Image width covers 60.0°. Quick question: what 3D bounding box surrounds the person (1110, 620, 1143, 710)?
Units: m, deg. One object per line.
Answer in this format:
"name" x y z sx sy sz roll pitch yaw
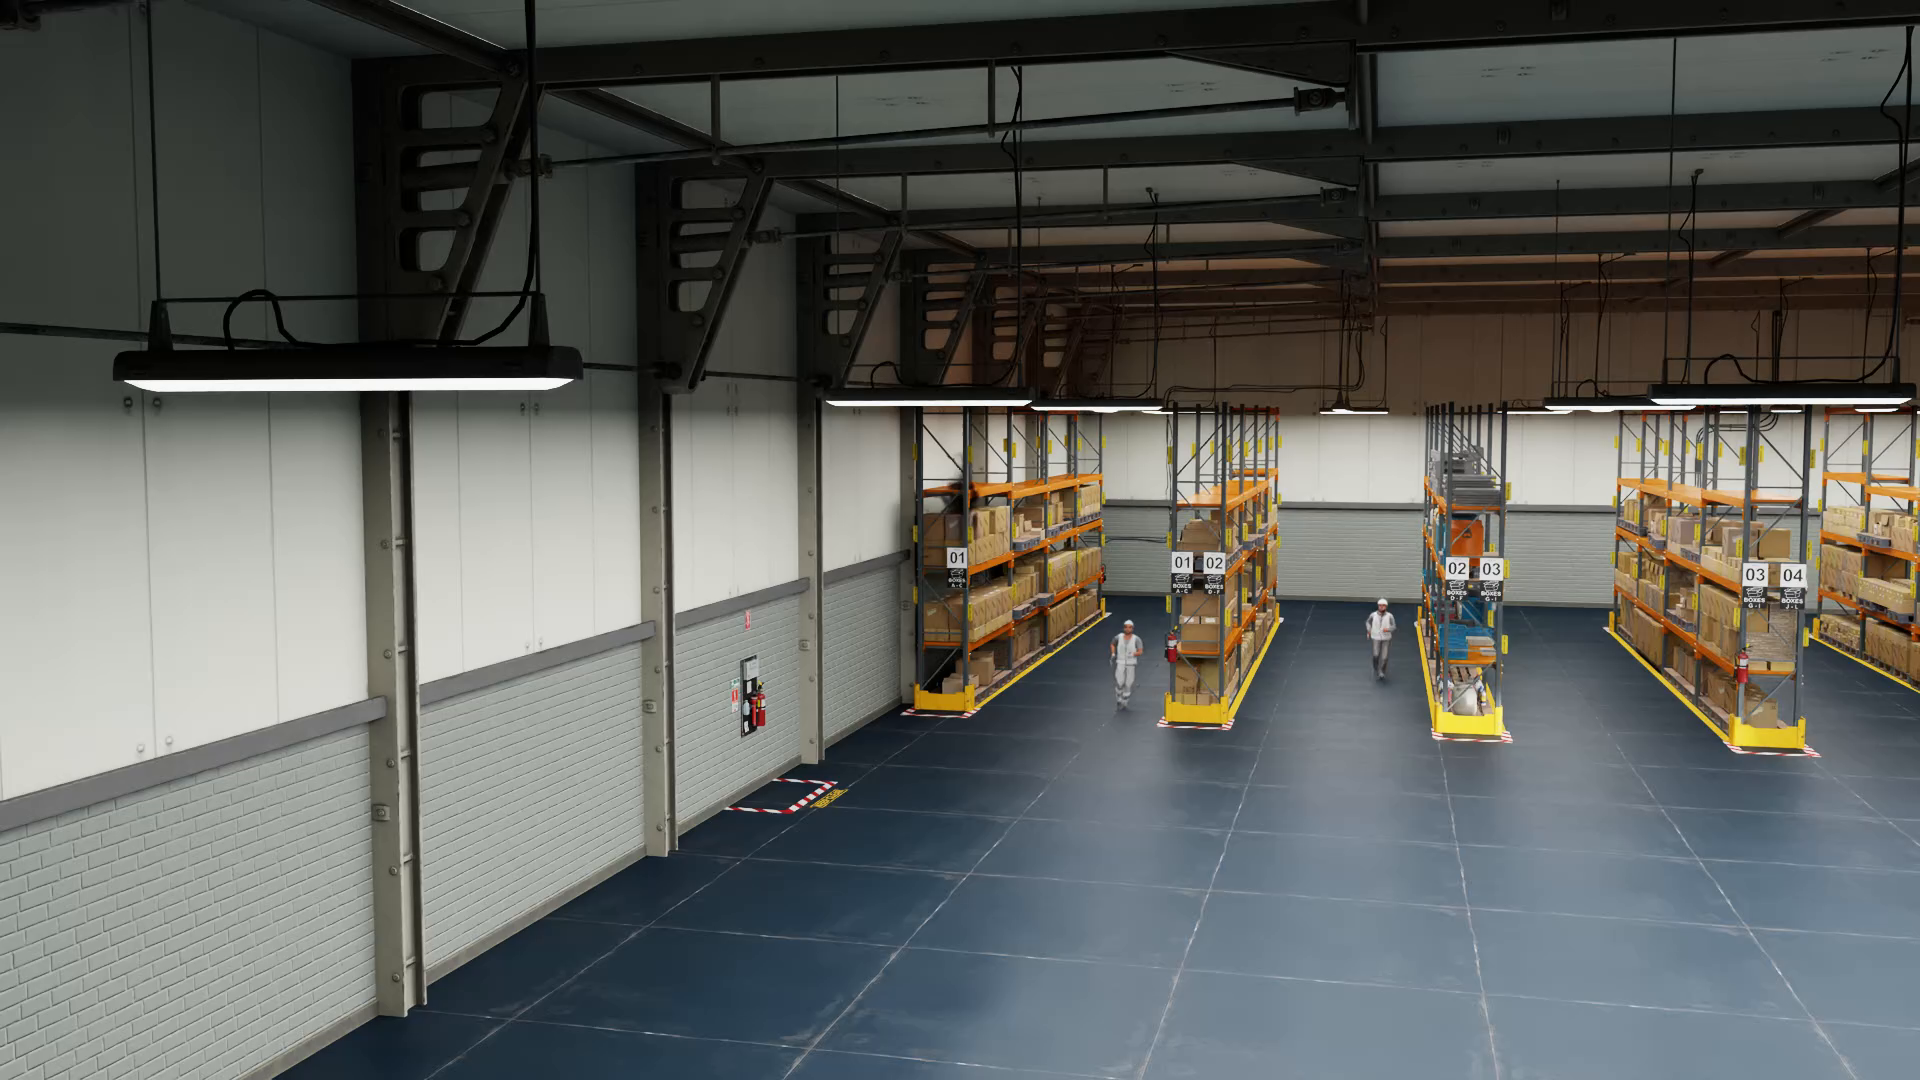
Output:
"person" 3.248 2.445 32.470 0.640 1.766 0.674 0 4 4

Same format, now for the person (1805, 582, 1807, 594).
"person" 22.126 1.618 44.050 0.697 1.824 0.682 -4 5 -40

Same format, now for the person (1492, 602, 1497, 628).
"person" 14.514 1.565 45.474 0.585 1.611 0.630 0 4 -5

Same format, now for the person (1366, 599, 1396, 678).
"person" 9.191 2.155 36.309 0.631 1.732 0.649 1 4 12
